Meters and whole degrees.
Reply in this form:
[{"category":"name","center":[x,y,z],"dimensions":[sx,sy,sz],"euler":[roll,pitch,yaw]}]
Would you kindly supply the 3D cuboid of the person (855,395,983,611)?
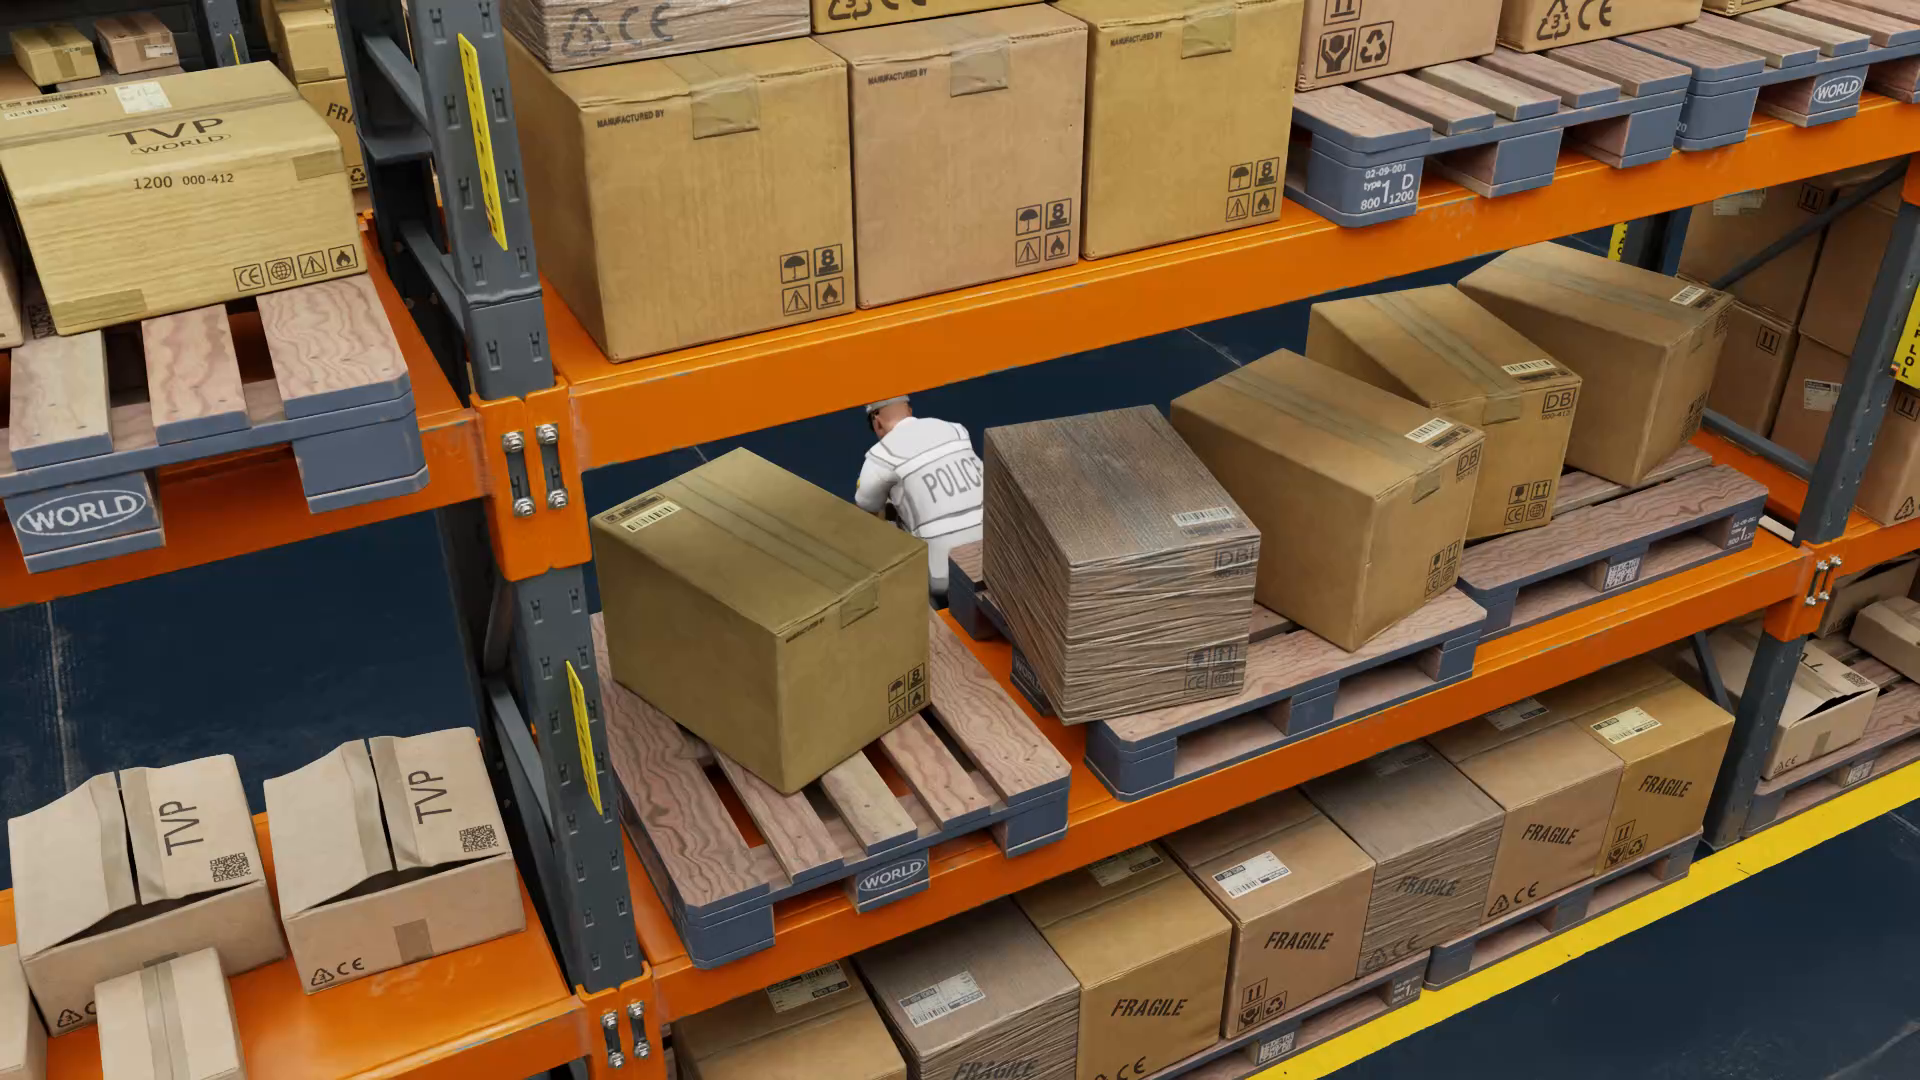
[{"category":"person","center":[-0.125,-0.115,7.008],"dimensions":[0.558,1.008,0.899],"euler":[-16,36,-23]}]
